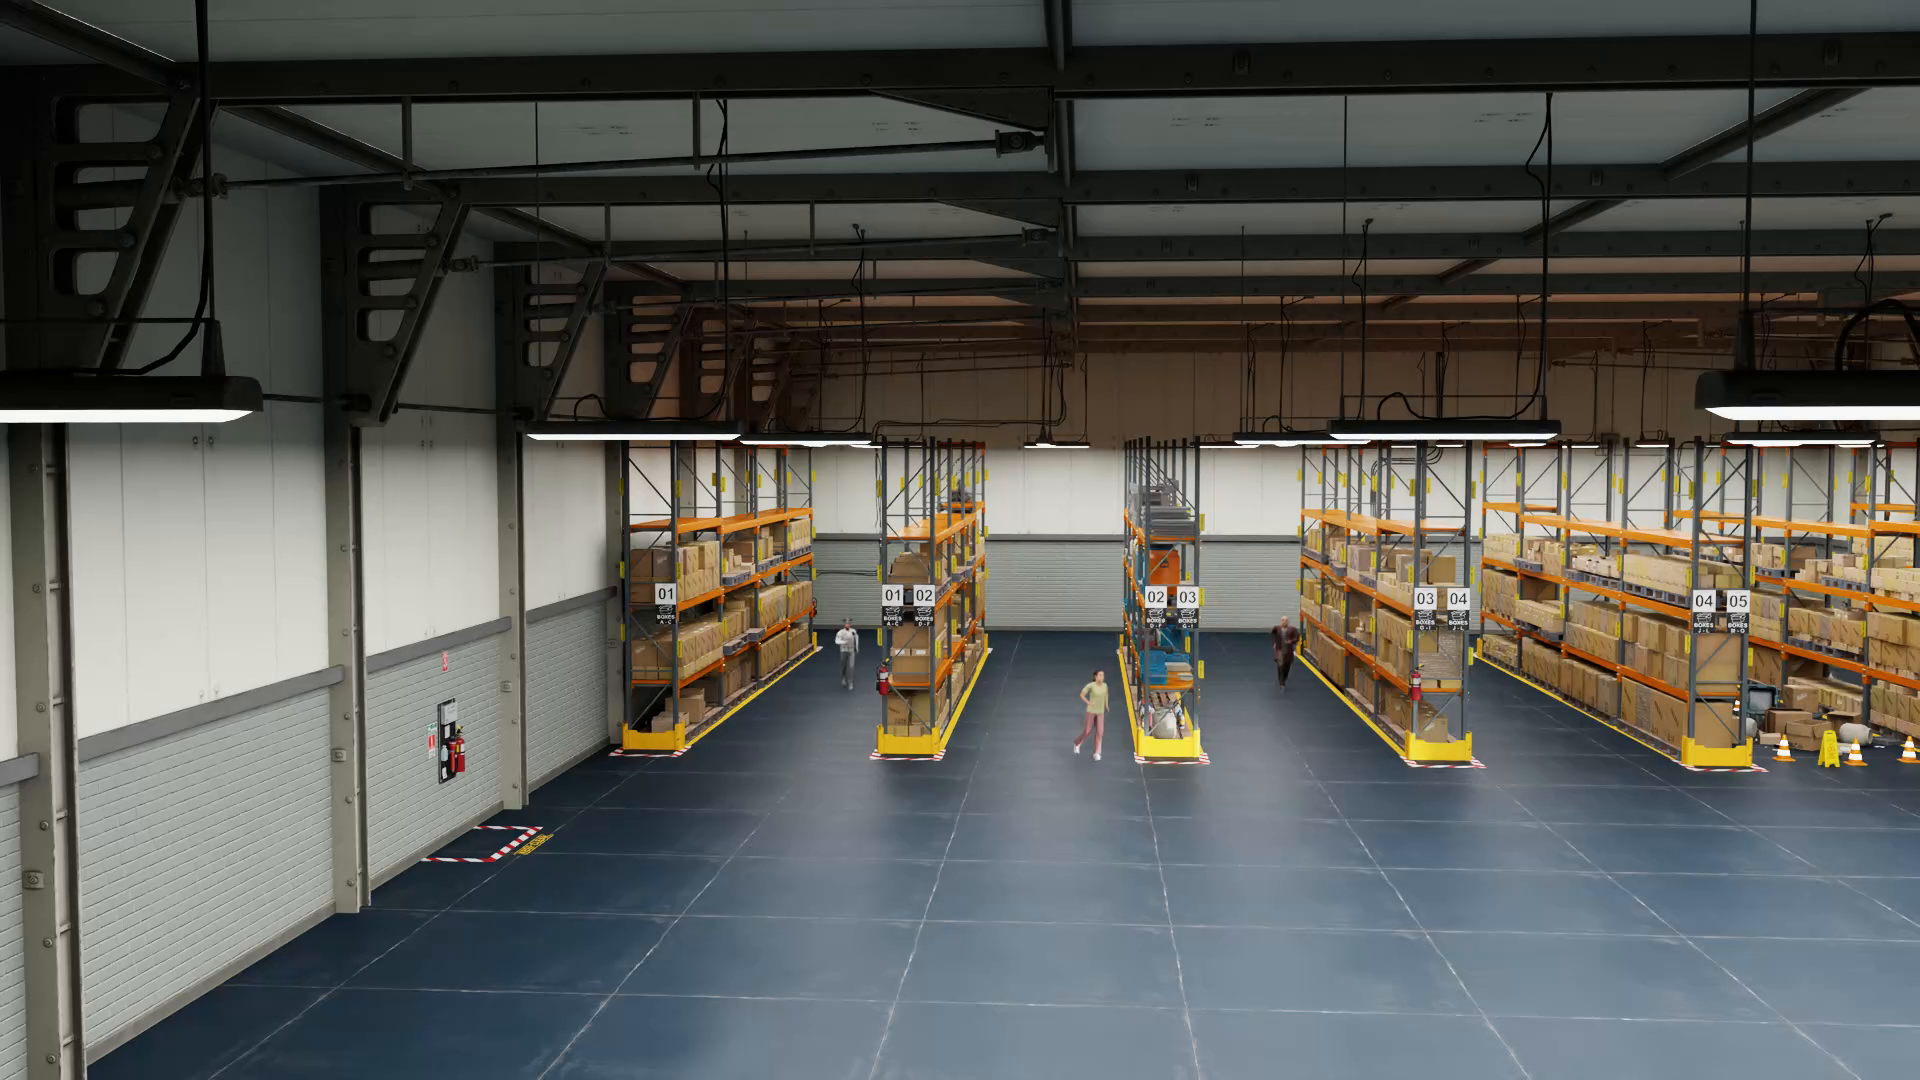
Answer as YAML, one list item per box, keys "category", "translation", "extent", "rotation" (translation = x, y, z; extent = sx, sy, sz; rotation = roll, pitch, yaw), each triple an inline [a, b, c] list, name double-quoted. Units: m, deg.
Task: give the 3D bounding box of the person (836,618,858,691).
- category: "person"
  translation: [-2.714, 2.719, 40.014]
  extent: [0.589, 1.720, 0.882]
  rotation: [-1, 3, -11]

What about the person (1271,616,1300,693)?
- category: "person"
  translation: [7.784, 2.726, 39.809]
  extent: [0.647, 1.837, 1.124]
  rotation: [0, 3, 5]

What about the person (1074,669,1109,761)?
- category: "person"
  translation: [2.545, 3.225, 31.012]
  extent: [0.640, 1.639, 0.951]
  rotation: [-1, 3, -20]

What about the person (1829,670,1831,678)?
- category: "person"
  translation: [21.287, 2.754, 41.012]
  extent: [0.573, 1.567, 0.476]
  rotation: [0, 3, -7]
